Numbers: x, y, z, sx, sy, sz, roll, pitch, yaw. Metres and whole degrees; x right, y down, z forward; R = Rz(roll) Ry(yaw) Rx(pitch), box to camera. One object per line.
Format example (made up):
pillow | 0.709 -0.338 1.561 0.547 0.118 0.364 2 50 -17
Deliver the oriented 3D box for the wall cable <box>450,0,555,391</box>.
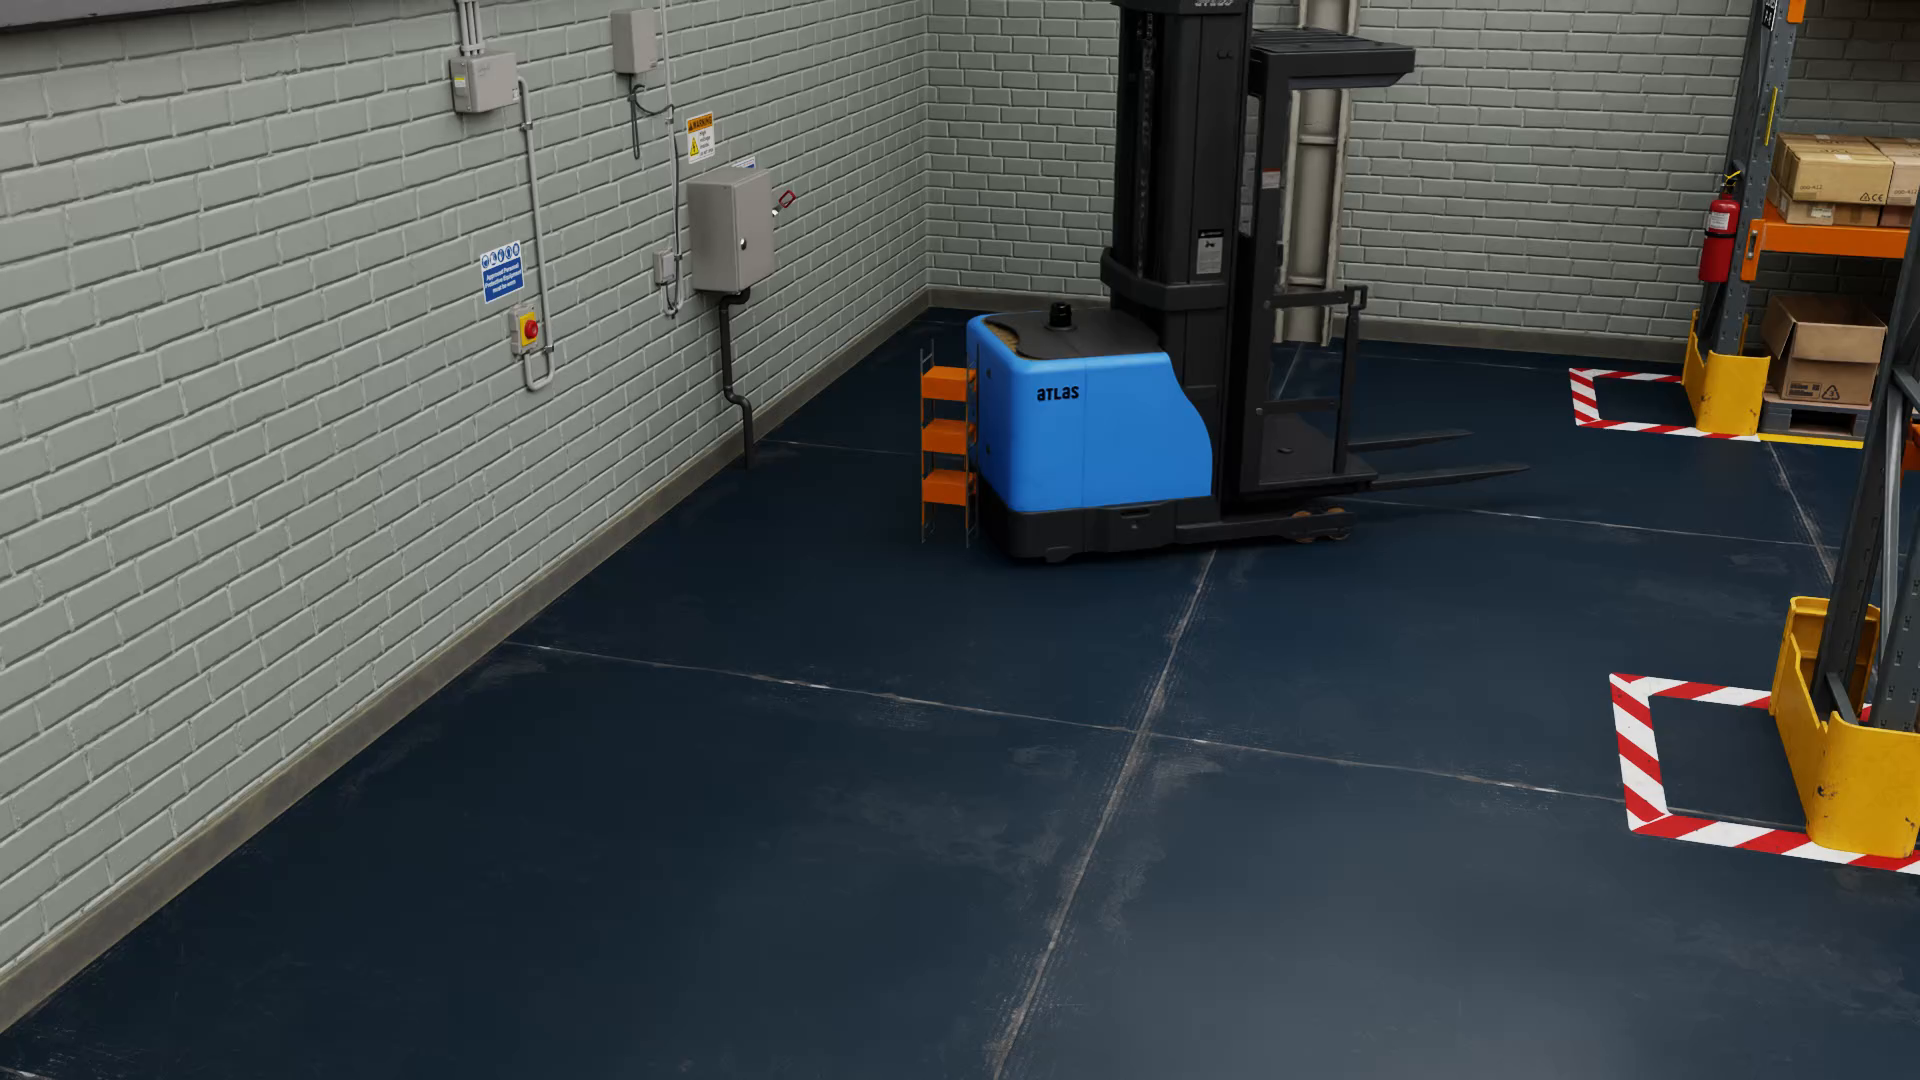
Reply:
wall cable | -1.950 -1.558 7.235 0.123 1.953 0.585 7 23 16

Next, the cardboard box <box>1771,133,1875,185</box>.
cardboard box | 5.402 -2.382 10.429 0.500 0.250 0.500 7 23 17

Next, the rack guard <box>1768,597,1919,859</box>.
rack guard | 3.432 0.690 6.429 0.348 0.500 1.175 7 23 16

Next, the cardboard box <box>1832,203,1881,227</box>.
cardboard box | 5.377 -2.004 10.035 0.250 0.149 0.380 7 23 17

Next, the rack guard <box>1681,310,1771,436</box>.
rack guard | 4.958 -1.103 10.799 0.348 0.500 1.175 7 23 16

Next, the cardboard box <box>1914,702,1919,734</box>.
cardboard box | 4.115 0.564 6.266 0.875 0.438 0.875 6 23 14

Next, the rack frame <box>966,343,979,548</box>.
rack frame | 0.066 -0.478 8.552 0.008 1.050 0.200 7 23 16

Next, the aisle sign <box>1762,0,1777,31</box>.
aisle sign | 4.735 -3.371 9.610 0.004 0.787 0.394 7 23 16

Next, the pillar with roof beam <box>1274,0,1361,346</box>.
pillar with roof beam | 1.320 -4.102 6.913 0.400 9.000 9.100 7 23 16

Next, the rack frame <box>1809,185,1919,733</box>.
rack frame | 3.455 -0.464 5.948 0.127 3.000 1.000 7 23 16

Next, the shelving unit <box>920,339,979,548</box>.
shelving unit | -0.051 -0.492 8.585 0.252 1.050 0.215 7 23 16

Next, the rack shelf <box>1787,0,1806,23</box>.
rack shelf | 6.800 -3.103 9.378 4.000 0.370 1.077 7 23 16

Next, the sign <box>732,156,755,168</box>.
sign | -1.260 -1.979 9.766 0.001 0.494 0.329 7 23 16

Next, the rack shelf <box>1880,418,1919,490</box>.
rack shelf | 5.369 0.088 5.550 4.000 0.370 1.077 7 23 16

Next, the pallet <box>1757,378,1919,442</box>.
pallet | 5.721 -0.882 10.642 1.213 0.211 1.003 7 23 16

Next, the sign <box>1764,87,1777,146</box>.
sign | 4.728 -2.471 9.700 0.005 0.325 0.100 7 23 16

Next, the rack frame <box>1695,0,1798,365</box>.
rack frame | 4.885 -2.267 10.345 0.127 3.000 1.000 7 23 16

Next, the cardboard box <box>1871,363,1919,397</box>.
cardboard box | 5.839 -0.981 10.411 0.250 0.149 0.380 6 23 13

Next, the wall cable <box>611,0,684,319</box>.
wall cable | -1.552 -2.060 8.500 0.122 1.984 0.588 7 23 16

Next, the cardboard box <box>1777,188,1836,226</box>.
cardboard box | 5.120 -2.016 10.062 0.250 0.149 0.380 6 23 15

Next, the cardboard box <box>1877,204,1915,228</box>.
cardboard box | 5.639 -1.988 9.996 0.250 0.149 0.380 6 23 15

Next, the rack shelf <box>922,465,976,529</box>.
rack shelf | -0.051 -0.225 8.695 0.240 0.259 0.215 7 23 16

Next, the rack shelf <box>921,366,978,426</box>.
rack shelf | -0.051 -0.744 8.481 0.240 0.259 0.215 7 23 16

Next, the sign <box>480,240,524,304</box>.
sign | -2.023 -1.187 7.356 0.001 0.218 0.327 7 23 16

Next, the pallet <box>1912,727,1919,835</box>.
pallet | 4.243 0.886 6.333 1.213 0.211 1.003 7 23 16

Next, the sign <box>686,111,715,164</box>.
sign | -1.418 -2.205 9.105 0.001 0.242 0.339 7 23 16

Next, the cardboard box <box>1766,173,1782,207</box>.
cardboard box | 5.280 -2.212 10.542 0.250 0.149 0.380 6 23 15

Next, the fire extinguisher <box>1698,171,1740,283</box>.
fire extinguisher | 4.611 -1.907 10.061 0.183 0.674 0.296 7 23 16

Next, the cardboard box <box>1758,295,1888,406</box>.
cardboard box | 5.443 -1.205 10.492 0.637 0.503 0.797 6 23 13

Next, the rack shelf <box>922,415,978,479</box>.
rack shelf | -0.051 -0.482 8.589 0.240 0.259 0.215 7 23 16

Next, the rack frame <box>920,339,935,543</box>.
rack frame | -0.168 -0.505 8.618 0.008 1.050 0.200 7 23 16

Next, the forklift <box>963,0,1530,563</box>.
forklift | 1.594 -1.526 8.628 3.031 2.935 1.130 -6 23 -13

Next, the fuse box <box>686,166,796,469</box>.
fuse box | -1.204 -1.224 9.500 0.414 1.711 0.539 7 23 16

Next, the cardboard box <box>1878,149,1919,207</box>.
cardboard box | 5.724 -2.133 9.823 0.500 0.250 0.500 7 23 16

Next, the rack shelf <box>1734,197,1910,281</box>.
rack shelf | 6.800 -1.715 9.947 4.000 0.370 1.077 7 23 16

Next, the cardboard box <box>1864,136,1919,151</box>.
cardboard box | 5.895 -2.325 10.291 0.500 0.250 0.500 7 23 16

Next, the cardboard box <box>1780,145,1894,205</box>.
cardboard box | 5.241 -2.188 9.957 0.500 0.250 0.500 7 23 16
